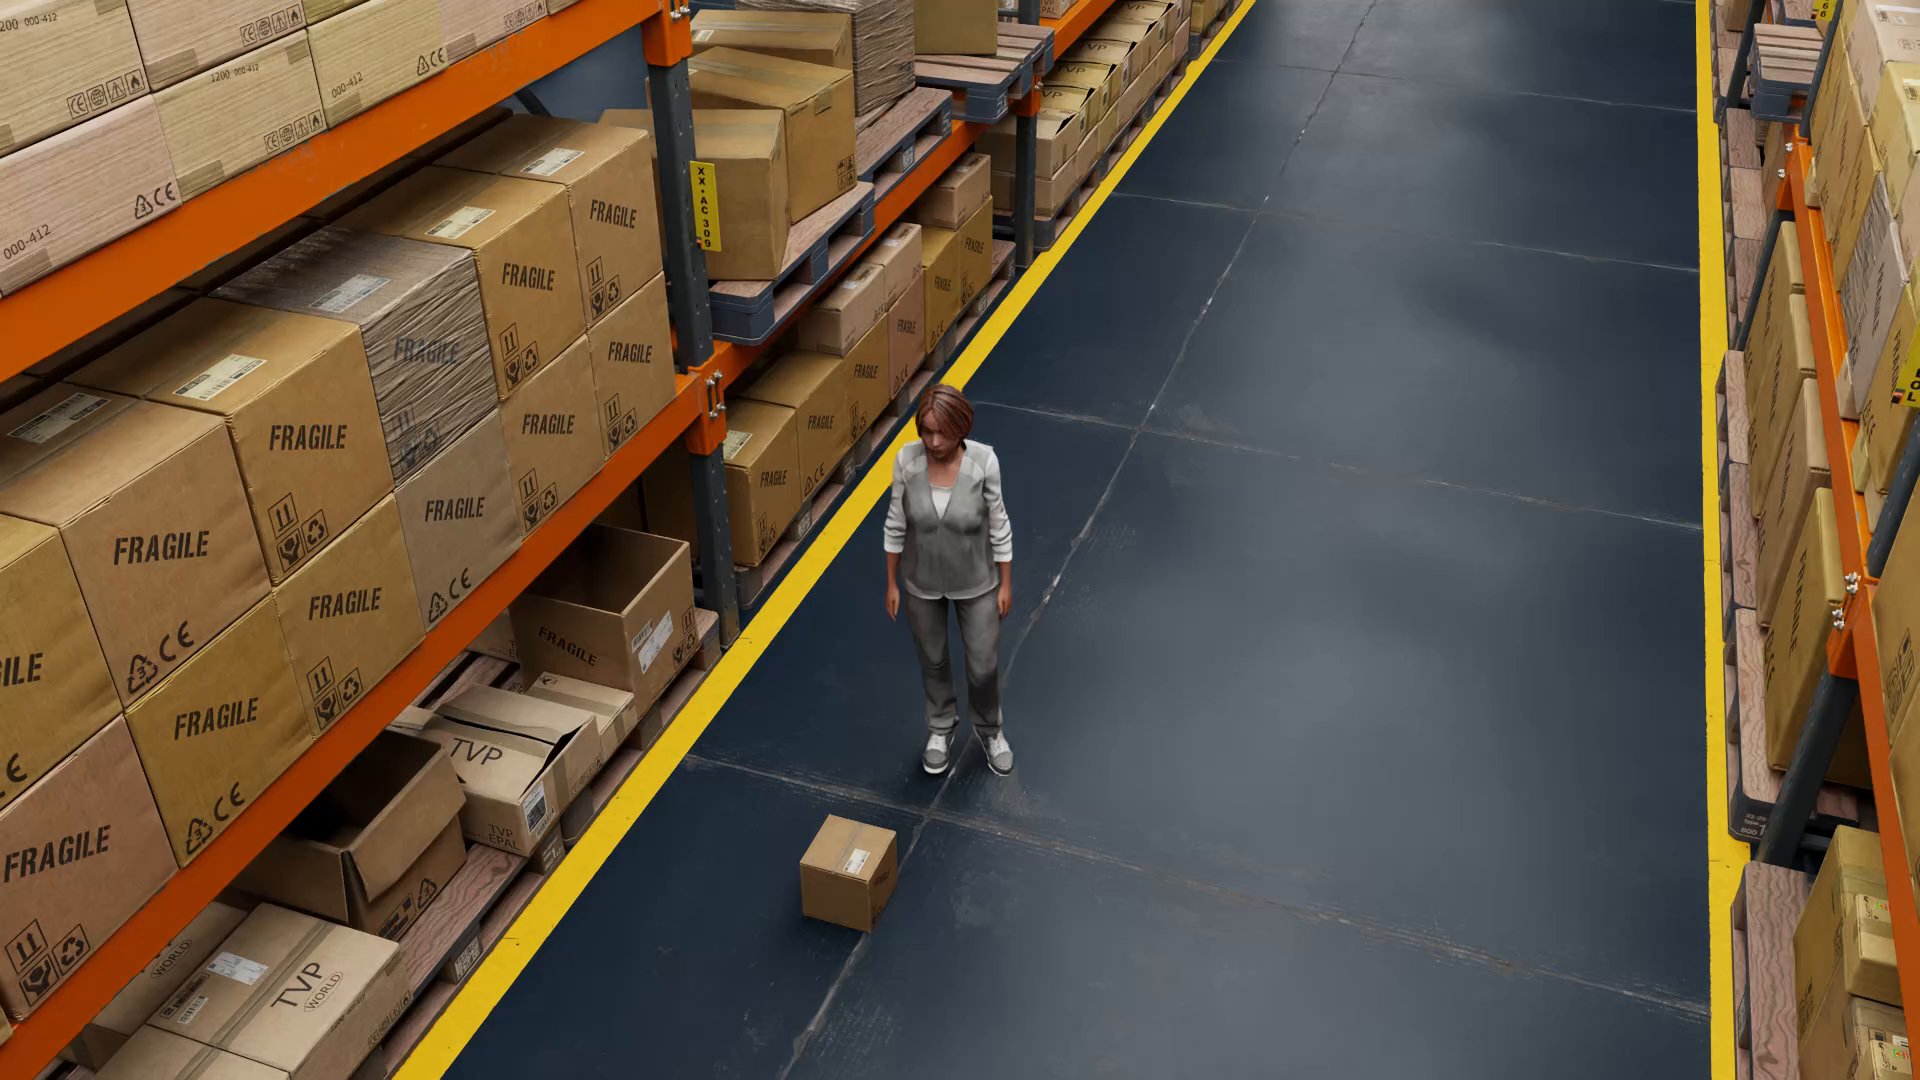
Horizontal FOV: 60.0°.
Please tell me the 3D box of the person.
[{"bbox_3d":[-0.027,0.166,5.898,0.474,1.626,0.322,4,34,7],"label":"person"}]
